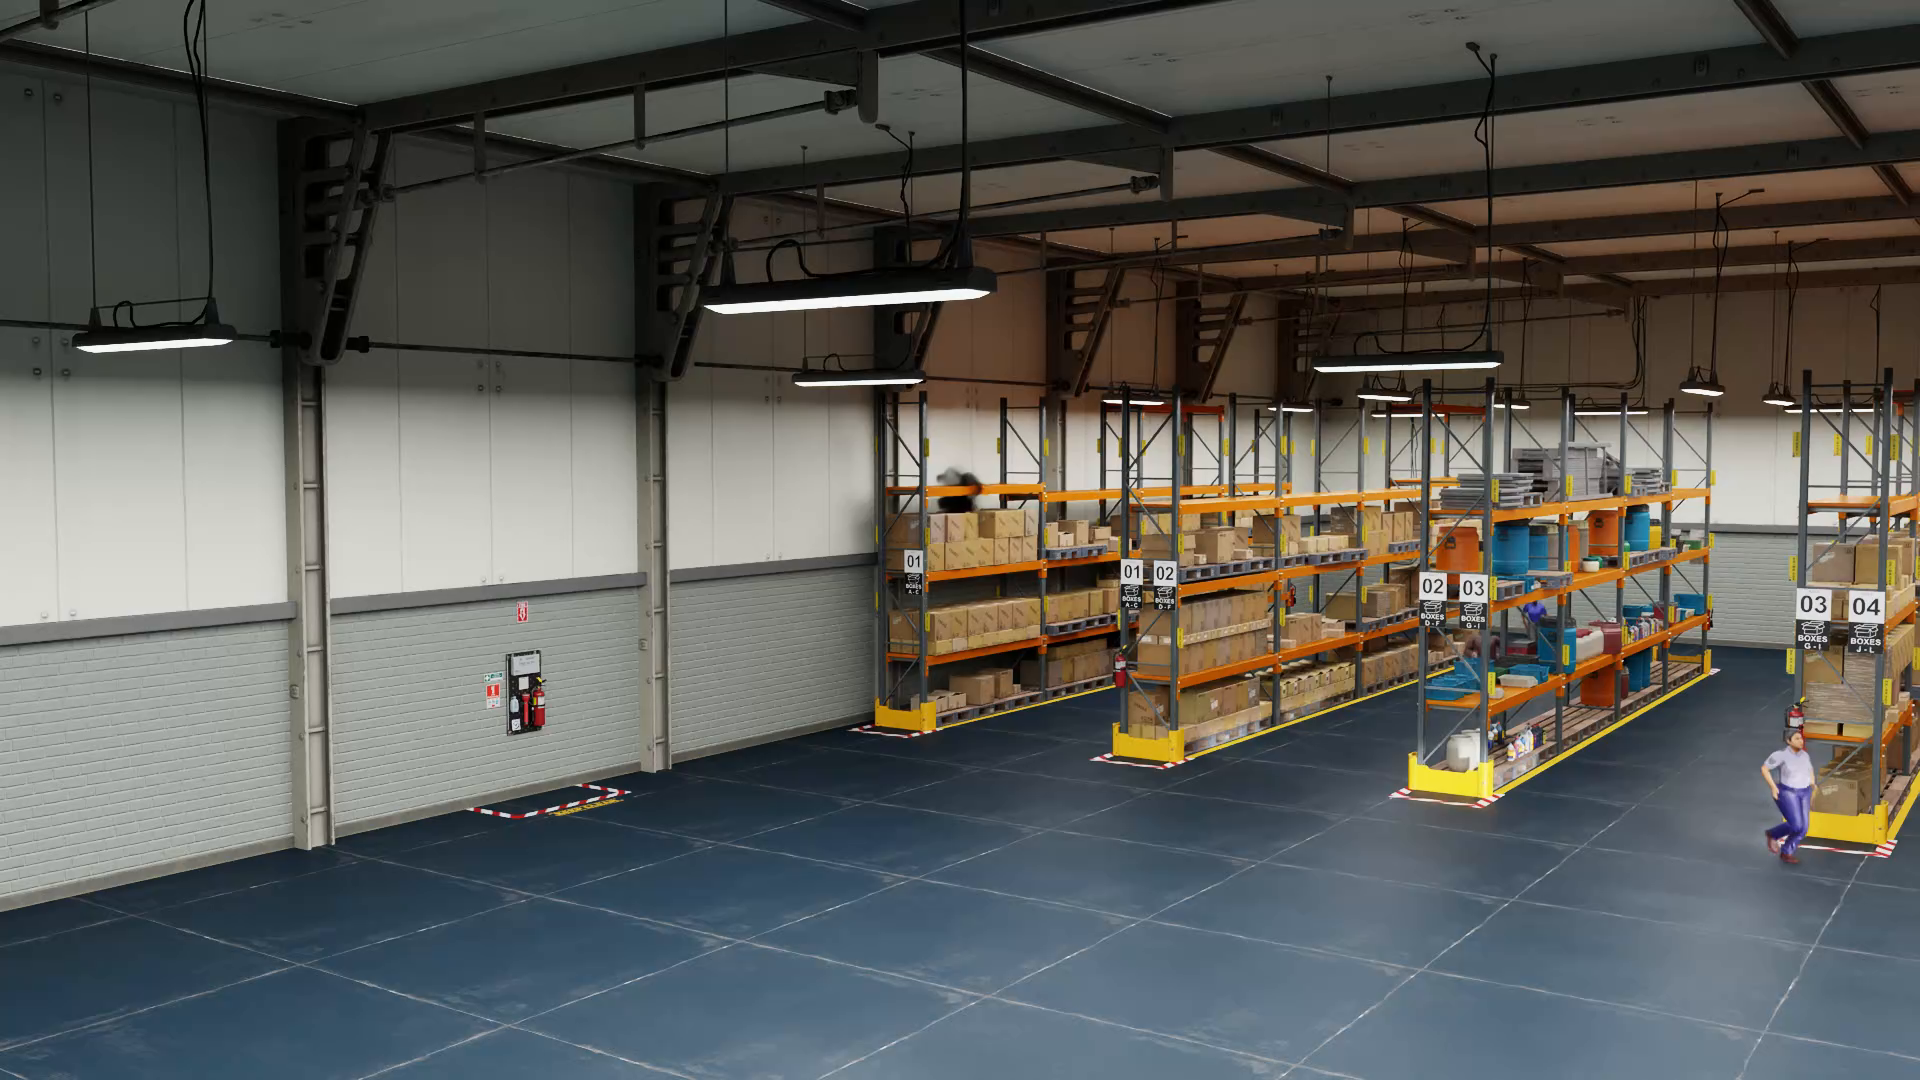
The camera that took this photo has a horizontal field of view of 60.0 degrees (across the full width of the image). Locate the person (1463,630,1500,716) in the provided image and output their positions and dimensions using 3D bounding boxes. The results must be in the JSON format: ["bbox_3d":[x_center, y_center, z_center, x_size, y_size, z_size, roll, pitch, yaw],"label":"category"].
[{"bbox_3d":[9.609,2.421,30.507,0.704,1.861,0.871,2,4,33],"label":"person"}]

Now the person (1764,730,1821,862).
[{"bbox_3d":[10.075,3.091,19.976,0.598,1.607,0.555,-1,3,-14],"label":"person"}]

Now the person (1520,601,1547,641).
[{"bbox_3d":[13.350,2.054,38.710,0.592,1.627,0.560,1,3,17],"label":"person"}]
